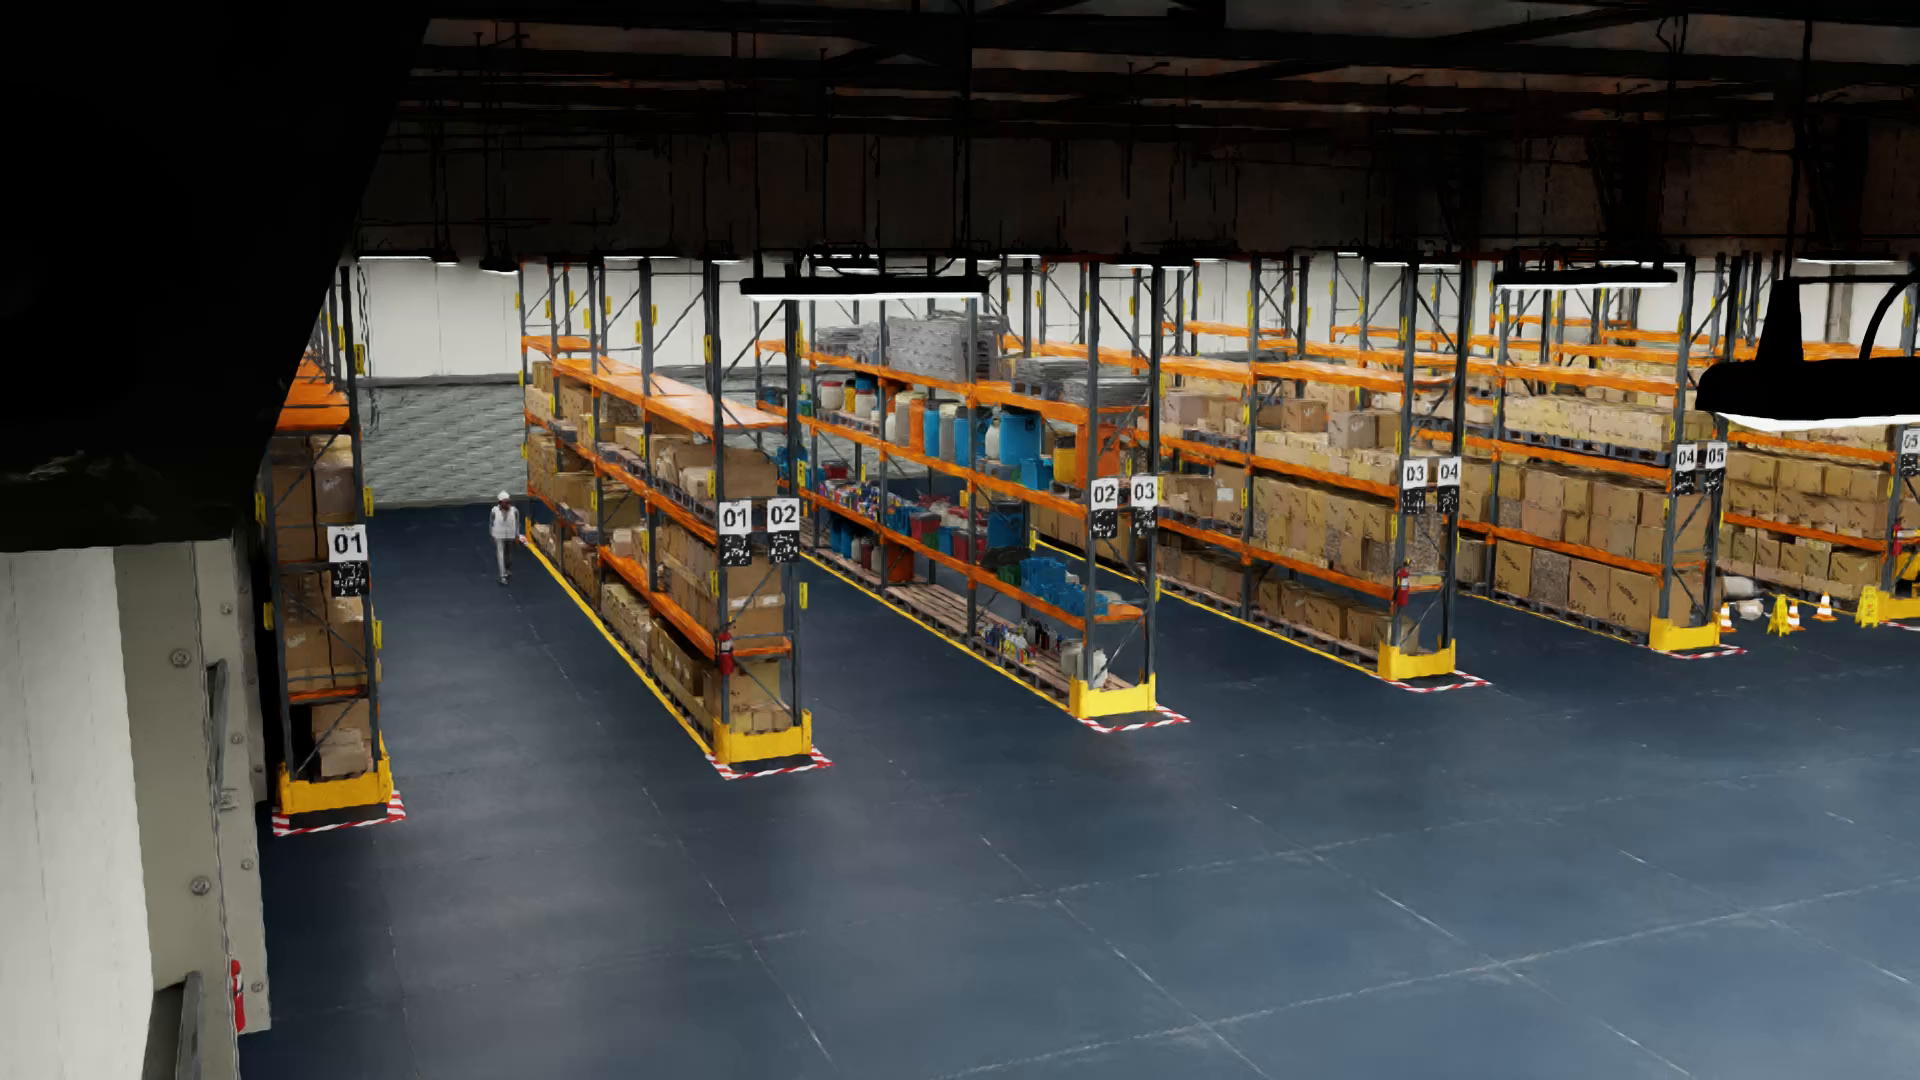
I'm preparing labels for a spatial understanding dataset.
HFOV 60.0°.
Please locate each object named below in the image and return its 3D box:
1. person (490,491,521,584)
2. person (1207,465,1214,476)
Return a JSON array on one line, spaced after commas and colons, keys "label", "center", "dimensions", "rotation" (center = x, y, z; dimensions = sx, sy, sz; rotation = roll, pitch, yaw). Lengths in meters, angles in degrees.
[{"label": "person", "center": [-8.379, -0.081, 30.701], "dimensions": [0.543, 1.700, 1.119], "rotation": [-5, 11, -24]}, {"label": "person", "center": [6.659, -2.414, 43.860], "dimensions": [0.463, 1.586, 0.512], "rotation": [3, 11, 16]}]
